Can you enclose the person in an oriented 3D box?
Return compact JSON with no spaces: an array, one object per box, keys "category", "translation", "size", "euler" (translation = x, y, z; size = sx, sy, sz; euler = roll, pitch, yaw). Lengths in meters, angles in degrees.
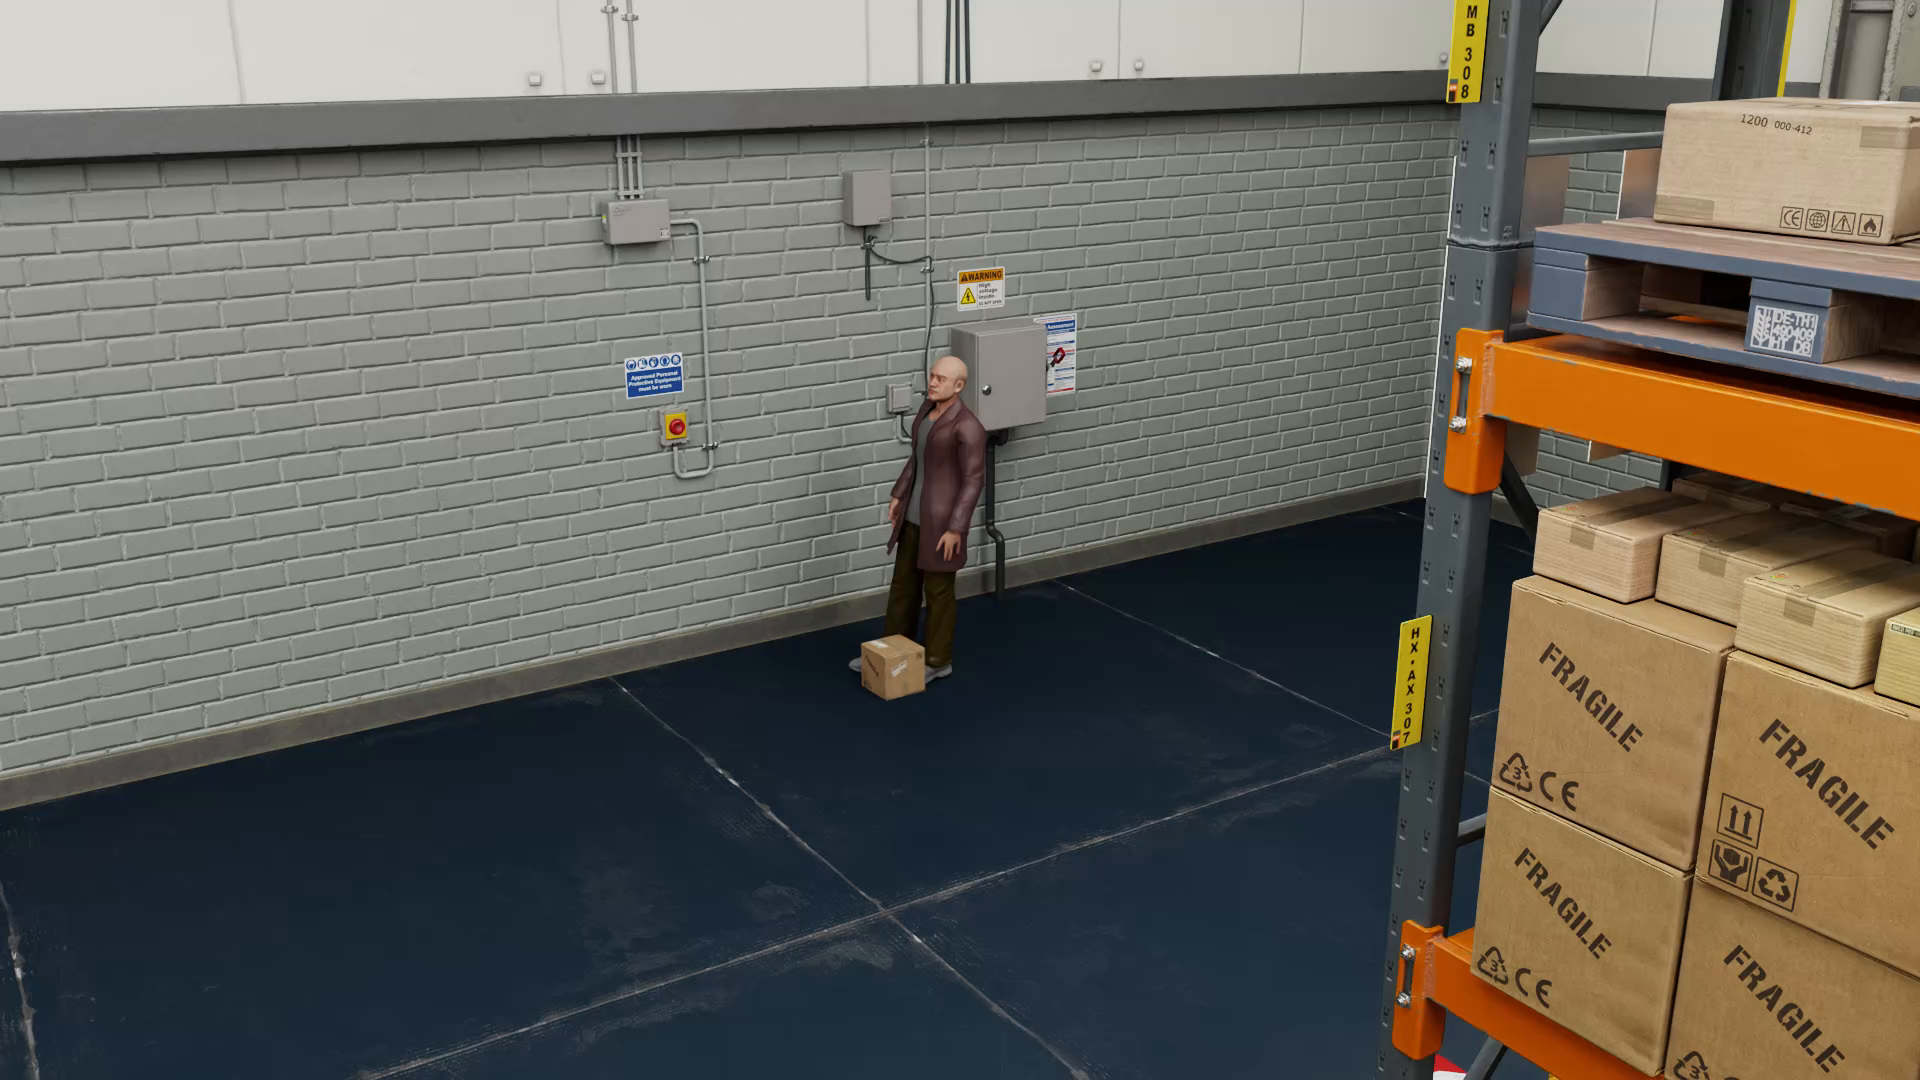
[{"category":"person","translation":[-0.215,-0.090,8.831],"size":[0.582,1.775,0.694],"euler":[-11,21,-31]}]
